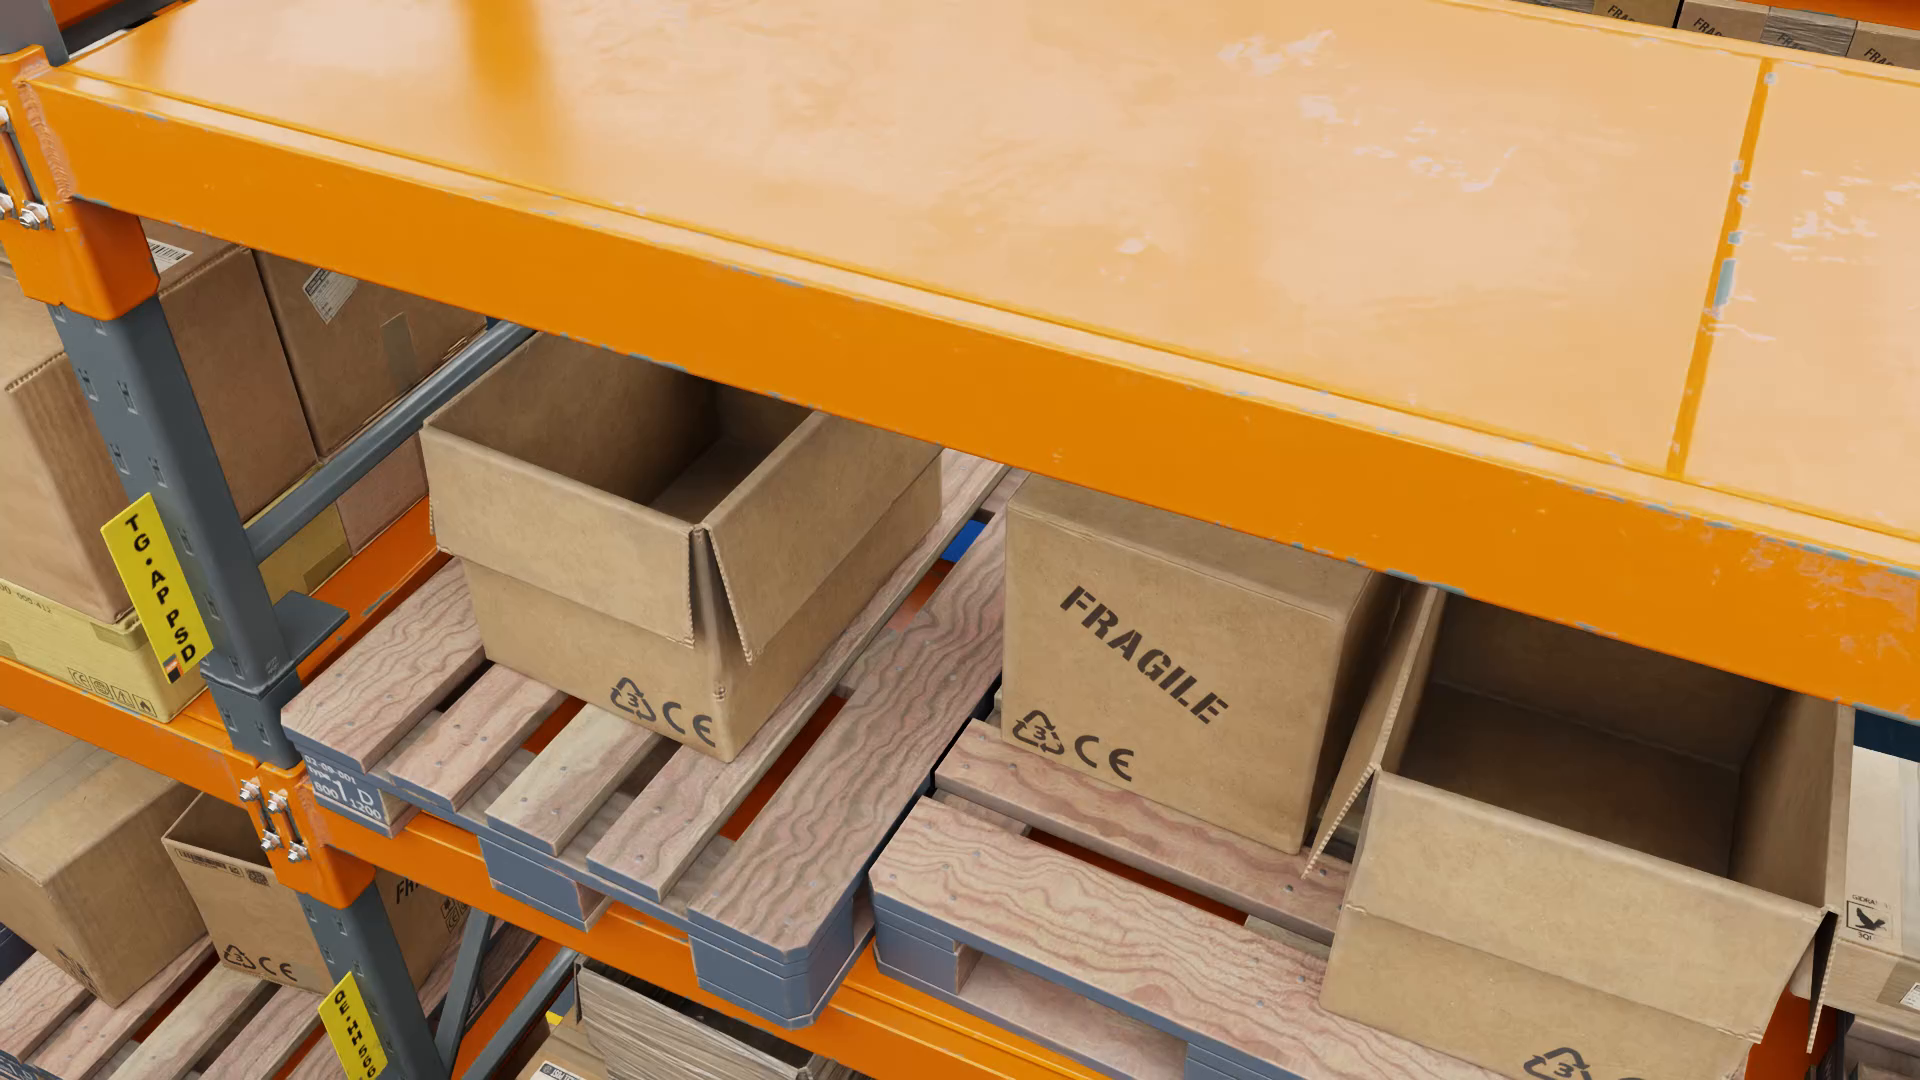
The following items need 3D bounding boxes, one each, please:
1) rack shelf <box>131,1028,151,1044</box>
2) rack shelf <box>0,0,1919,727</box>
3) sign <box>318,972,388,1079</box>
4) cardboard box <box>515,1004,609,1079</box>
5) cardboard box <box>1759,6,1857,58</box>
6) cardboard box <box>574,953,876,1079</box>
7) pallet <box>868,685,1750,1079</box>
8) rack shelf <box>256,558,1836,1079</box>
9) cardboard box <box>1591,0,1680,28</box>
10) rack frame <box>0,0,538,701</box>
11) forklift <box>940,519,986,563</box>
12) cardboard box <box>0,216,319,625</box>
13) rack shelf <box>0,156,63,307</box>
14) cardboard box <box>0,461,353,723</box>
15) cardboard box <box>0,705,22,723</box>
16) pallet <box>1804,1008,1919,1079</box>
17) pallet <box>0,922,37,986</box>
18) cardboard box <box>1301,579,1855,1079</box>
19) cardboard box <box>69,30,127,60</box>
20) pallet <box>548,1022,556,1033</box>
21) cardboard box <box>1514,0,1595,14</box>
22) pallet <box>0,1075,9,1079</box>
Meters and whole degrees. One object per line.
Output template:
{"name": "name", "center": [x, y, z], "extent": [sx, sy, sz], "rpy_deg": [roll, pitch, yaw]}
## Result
{"name": "rack shelf", "center": [-2.815, 0.803, 4.967], "extent": [4.000, 0.370, 1.077], "rpy_deg": [17, 44, 19]}
{"name": "rack shelf", "center": [0.810, -0.205, 1.855], "extent": [4.000, 0.370, 1.077], "rpy_deg": [17, 44, 19]}
{"name": "sign", "center": [-1.223, 1.002, 3.364], "extent": [0.005, 0.325, 0.100], "rpy_deg": [17, 44, 19]}
{"name": "cardboard box", "center": [-0.677, 1.343, 3.718], "extent": [0.500, 0.500, 0.500], "rpy_deg": [18, 44, 20]}
{"name": "cardboard box", "center": [5.347, -3.155, 10.557], "extent": [0.500, 0.500, 0.500], "rpy_deg": [18, 44, 19]}
{"name": "cardboard box", "center": [-0.347, 0.880, 3.486], "extent": [0.637, 0.503, 0.797], "rpy_deg": [18, 44, 20]}
{"name": "pallet", "center": [0.618, 0.478, 2.647], "extent": [1.213, 0.211, 1.003], "rpy_deg": [19, 44, 21]}
{"name": "rack shelf", "center": [0.810, 0.777, 2.706], "extent": [4.000, 0.370, 1.077], "rpy_deg": [17, 44, 19]}
{"name": "cardboard box", "center": [4.410, -3.436, 10.881], "extent": [0.500, 0.500, 0.500], "rpy_deg": [16, 44, 18]}
{"name": "rack frame", "center": [-1.002, -1.182, 2.127], "extent": [0.127, 3.000, 1.000], "rpy_deg": [17, 44, 19]}
{"name": "forklift", "center": [-15.861, -10.556, 17.642], "extent": [34.009, 2.843, 29.462], "rpy_deg": [1, 41, 1]}
{"name": "cardboard box", "center": [-1.541, -0.259, 2.894], "extent": [0.500, 0.500, 0.500], "rpy_deg": [18, 44, 20]}
{"name": "rack shelf", "center": [-2.815, -1.313, 3.133], "extent": [4.000, 0.370, 1.077], "rpy_deg": [17, 44, 19]}
{"name": "cardboard box", "center": [-1.537, 0.022, 3.143], "extent": [0.500, 0.250, 0.500], "rpy_deg": [17, 44, 19]}
{"name": "cardboard box", "center": [-2.424, 0.382, 4.697], "extent": [0.500, 0.250, 0.500], "rpy_deg": [16, 43, 17]}
{"name": "pallet", "center": [1.771, 0.907, 2.153], "extent": [1.217, 0.209, 0.805], "rpy_deg": [15, 43, 17]}
{"name": "pallet", "center": [-2.814, 0.633, 4.759], "extent": [1.213, 0.211, 1.003], "rpy_deg": [17, 44, 19]}
{"name": "cardboard box", "center": [0.858, 0.307, 2.300], "extent": [0.637, 0.503, 0.797], "rpy_deg": [16, 44, 18]}
{"name": "cardboard box", "center": [-1.778, -0.701, 3.404], "extent": [0.500, 0.500, 0.500], "rpy_deg": [17, 44, 19]}
{"name": "pallet", "center": [-1.710, 1.921, 5.256], "extent": [1.213, 0.211, 1.003], "rpy_deg": [17, 44, 19]}
{"name": "cardboard box", "center": [3.958, -3.578, 11.045], "extent": [0.500, 0.500, 0.500], "rpy_deg": [15, 43, 17]}
{"name": "pallet", "center": [-2.812, 1.583, 5.647], "extent": [1.213, 0.211, 1.003], "rpy_deg": [17, 44, 19]}
